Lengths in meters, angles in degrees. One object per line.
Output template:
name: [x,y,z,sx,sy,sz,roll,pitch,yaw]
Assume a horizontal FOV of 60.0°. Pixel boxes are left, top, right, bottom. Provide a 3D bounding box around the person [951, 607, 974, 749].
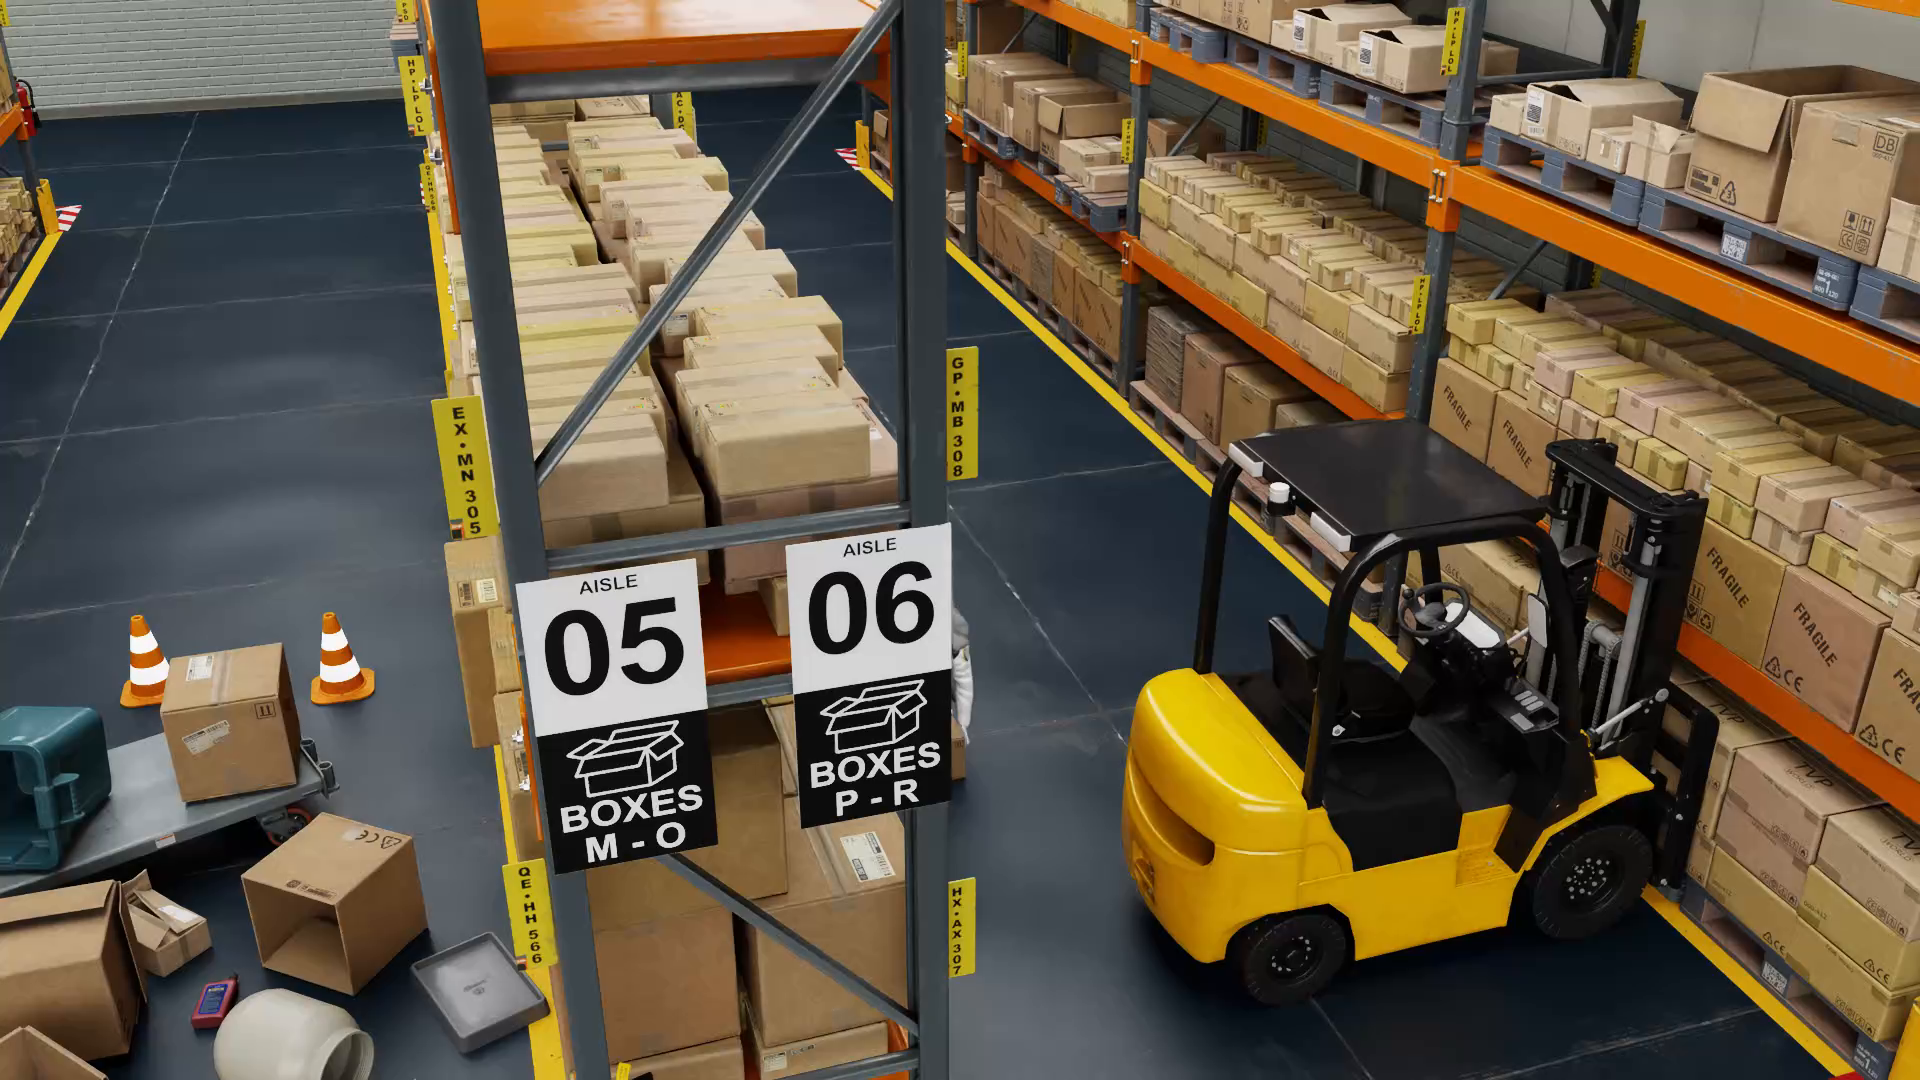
person: [-0.209,0.644,8.690,0.479,0.898,0.856,-8,28,-16]
